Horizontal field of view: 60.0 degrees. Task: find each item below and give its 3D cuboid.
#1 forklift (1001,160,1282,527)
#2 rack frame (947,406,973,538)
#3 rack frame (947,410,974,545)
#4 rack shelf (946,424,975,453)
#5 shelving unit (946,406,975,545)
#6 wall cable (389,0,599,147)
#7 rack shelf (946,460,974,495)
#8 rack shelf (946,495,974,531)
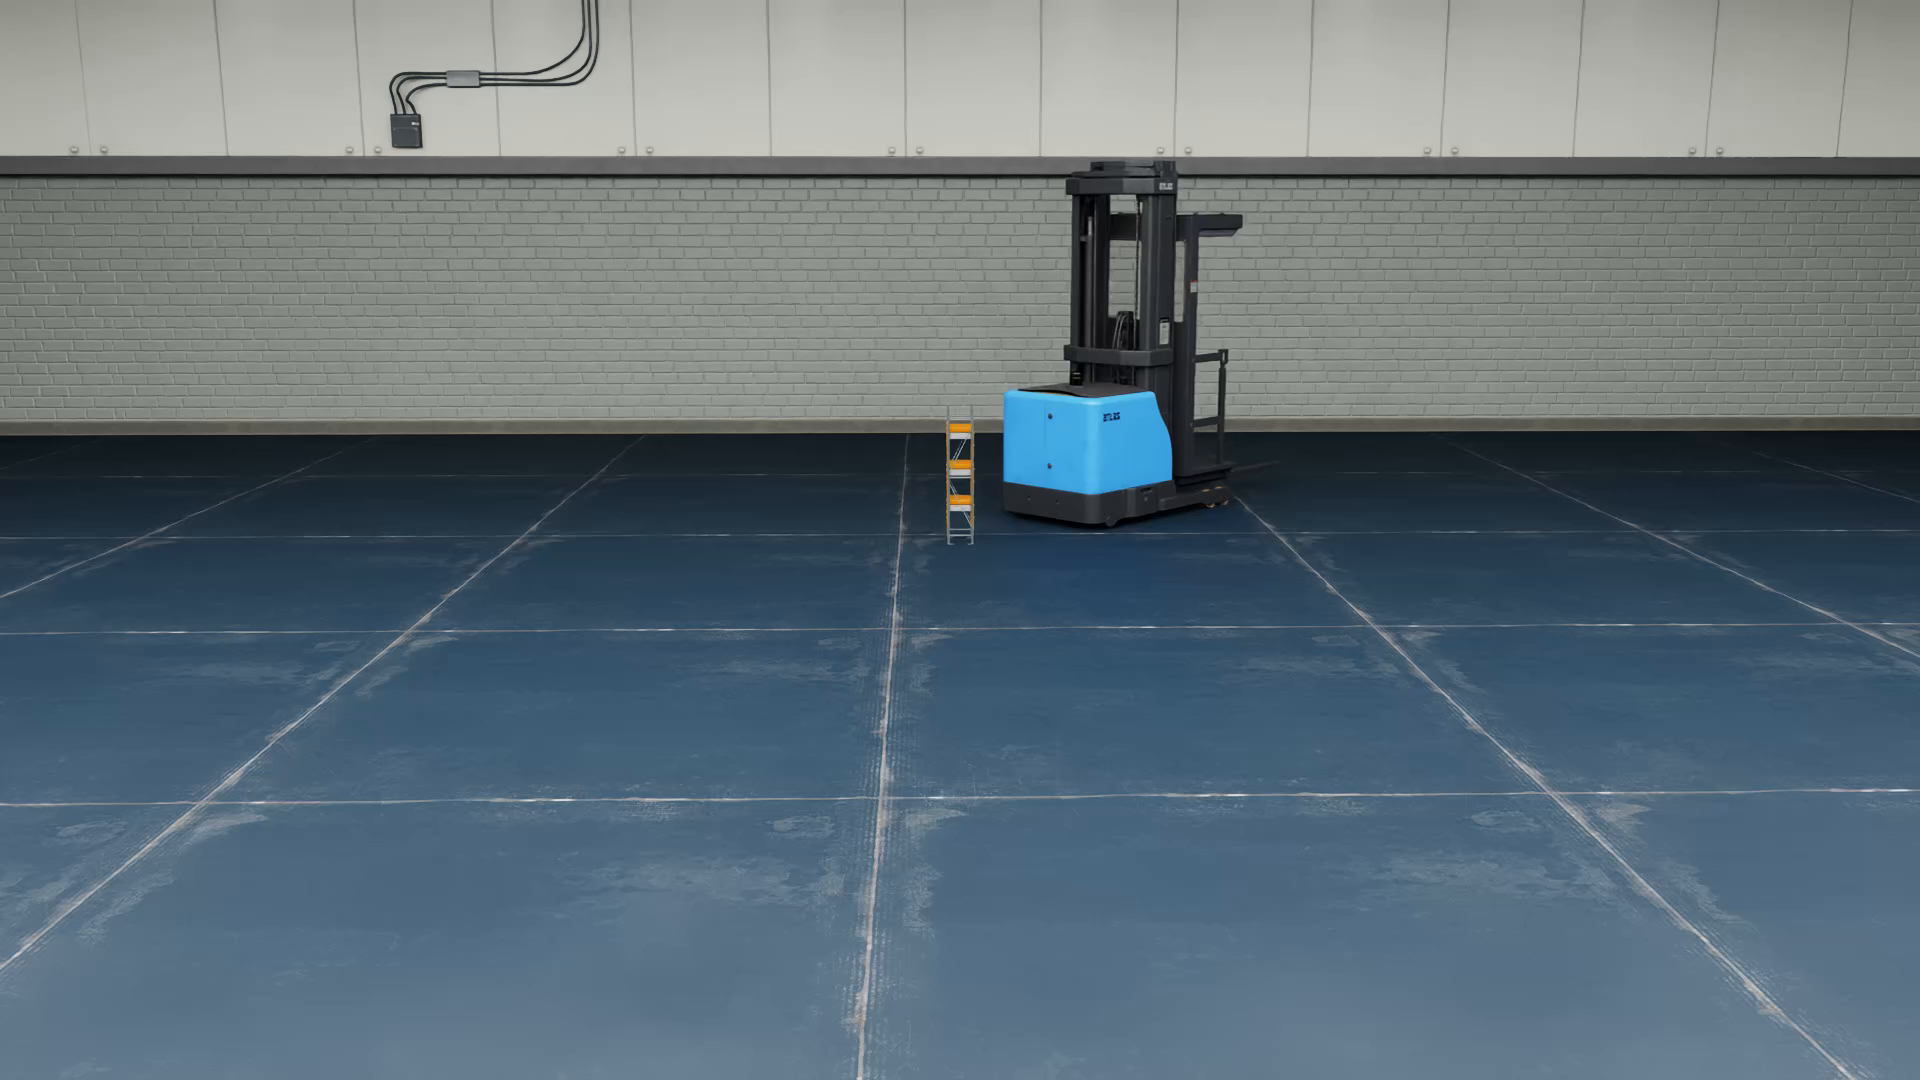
[{"bbox_3d":[1.726,-1.774,14.434,1.130,2.935,3.031,11,16,42],"label":"forklift"},{"bbox_3d":[-0.001,-0.528,13.022,0.200,1.050,0.008,0,11,-1],"label":"rack frame"},{"bbox_3d":[0.004,-0.480,12.783,0.200,1.050,0.008,0,11,-1],"label":"rack frame"},{"bbox_3d":[0.001,-0.772,12.848,0.215,0.259,0.240,0,11,-1],"label":"rack shelf"},{"bbox_3d":[0.001,-0.504,12.902,0.215,1.050,0.252,0,11,-1],"label":"shelving unit"},{"bbox_3d":[-5.099,-7.282,17.765,2.305,6.003,0.169,0,11,-1],"label":"wall cable"},{"bbox_3d":[0.001,-0.494,12.904,0.215,0.259,0.240,0,11,-1],"label":"rack shelf"},{"bbox_3d":[0.001,-0.221,12.960,0.215,0.259,0.240,0,11,-1],"label":"rack shelf"}]
